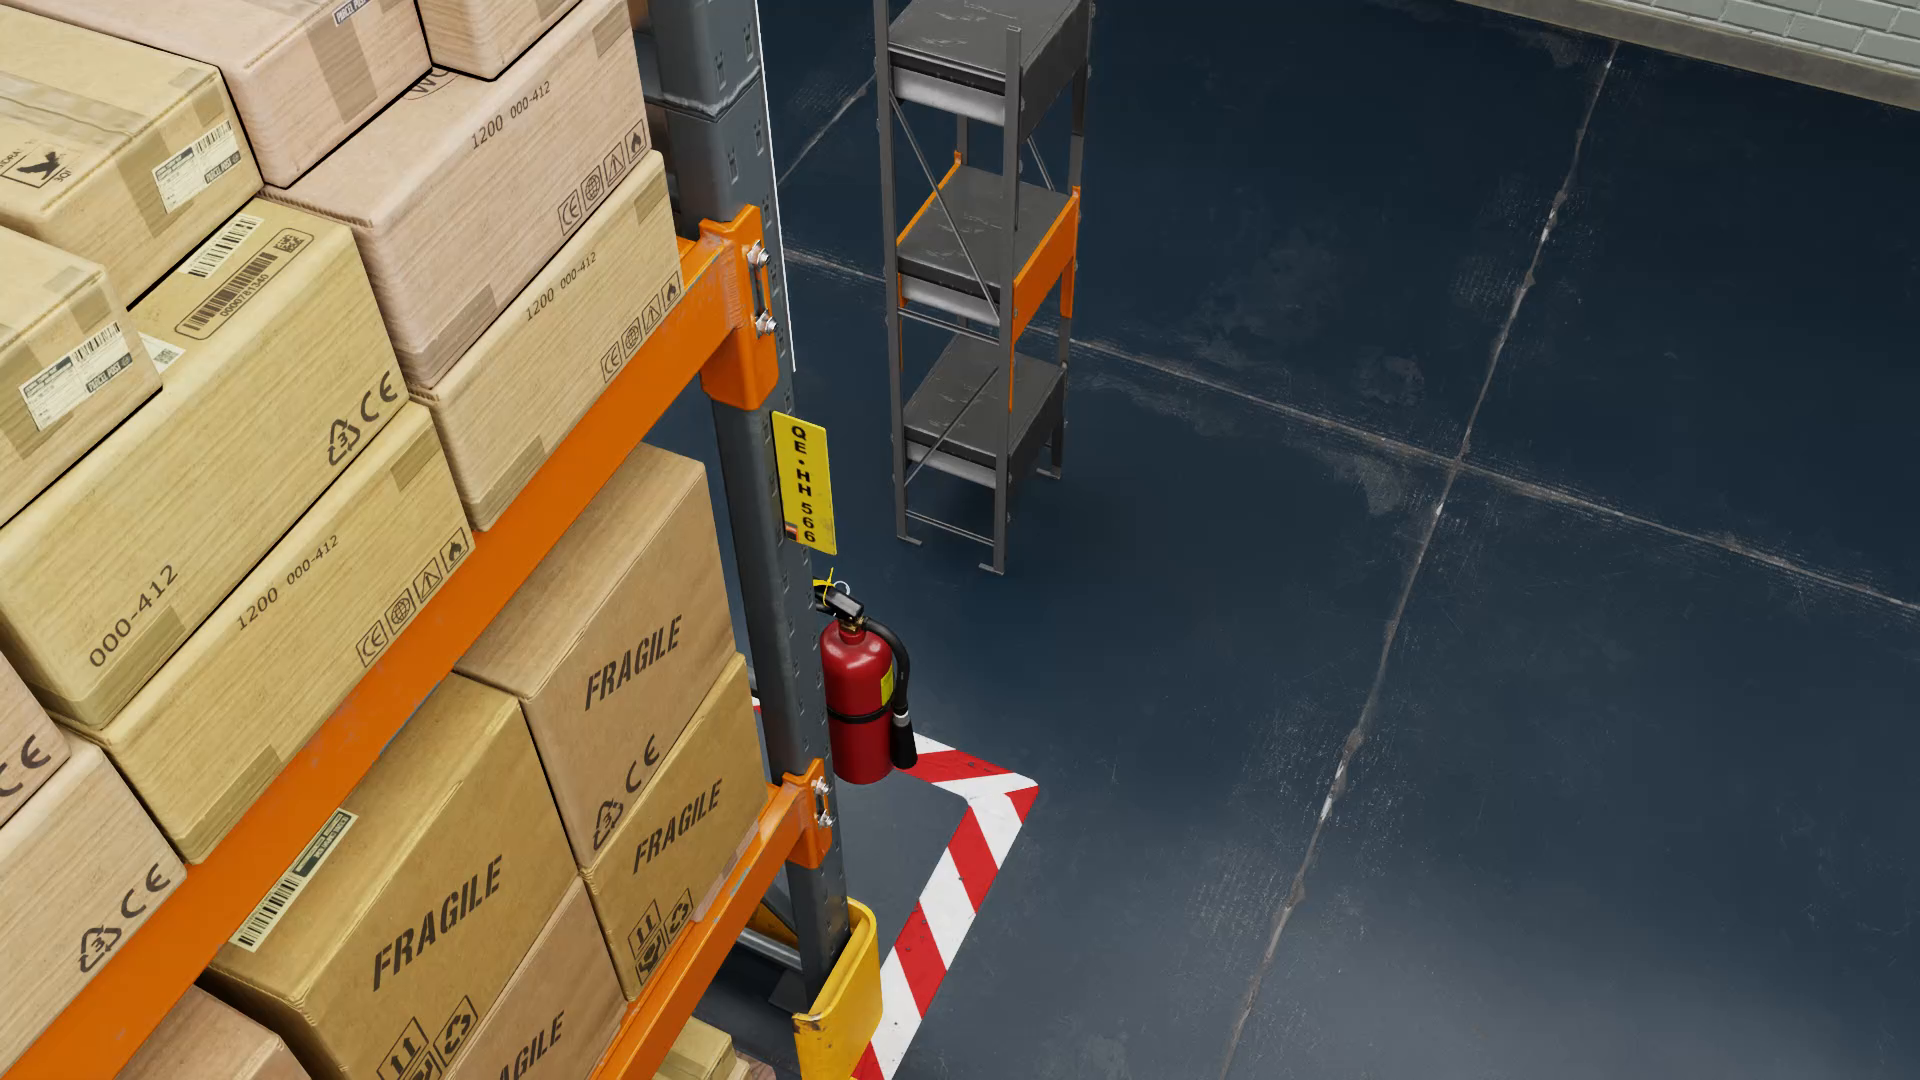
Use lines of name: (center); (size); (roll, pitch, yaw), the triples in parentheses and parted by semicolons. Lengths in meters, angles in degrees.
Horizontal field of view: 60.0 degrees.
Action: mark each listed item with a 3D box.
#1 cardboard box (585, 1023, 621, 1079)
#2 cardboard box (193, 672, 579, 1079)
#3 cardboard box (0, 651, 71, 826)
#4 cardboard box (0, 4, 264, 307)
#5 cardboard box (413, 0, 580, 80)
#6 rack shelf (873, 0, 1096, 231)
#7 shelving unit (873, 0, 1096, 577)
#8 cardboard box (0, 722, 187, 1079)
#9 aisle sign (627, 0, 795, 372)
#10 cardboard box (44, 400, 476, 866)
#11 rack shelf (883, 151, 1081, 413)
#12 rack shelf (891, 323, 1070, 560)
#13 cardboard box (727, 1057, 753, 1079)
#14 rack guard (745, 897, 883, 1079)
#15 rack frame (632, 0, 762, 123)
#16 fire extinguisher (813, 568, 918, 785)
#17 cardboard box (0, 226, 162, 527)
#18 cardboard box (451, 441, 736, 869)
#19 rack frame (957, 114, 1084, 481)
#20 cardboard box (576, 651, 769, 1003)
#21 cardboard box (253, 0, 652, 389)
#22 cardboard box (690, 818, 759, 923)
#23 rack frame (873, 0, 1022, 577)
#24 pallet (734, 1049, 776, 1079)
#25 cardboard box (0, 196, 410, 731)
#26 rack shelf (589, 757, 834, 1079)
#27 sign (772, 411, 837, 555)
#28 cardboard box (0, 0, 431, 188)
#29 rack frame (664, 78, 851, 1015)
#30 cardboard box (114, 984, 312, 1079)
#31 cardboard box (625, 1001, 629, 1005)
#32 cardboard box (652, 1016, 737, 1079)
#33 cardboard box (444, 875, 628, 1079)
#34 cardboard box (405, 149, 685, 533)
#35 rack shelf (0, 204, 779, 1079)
cardboard box: (-0.880, 0.924, 3.159); (0.380, 0.149, 0.250); (19, 52, 16)
cardboard box: (-0.949, 0.481, 2.453); (0.500, 0.500, 0.500); (18, 52, 15)
cardboard box: (-1.168, 0.208, 1.404); (0.500, 0.250, 0.500); (21, 53, 17)
cardboard box: (-0.941, -0.386, 1.648); (0.380, 0.149, 0.250); (18, 52, 15)
cardboard box: (-0.639, -0.701, 1.916); (0.380, 0.149, 0.250); (19, 52, 16)
rack shelf: (0.071, -1.239, 4.525); (0.431, 0.518, 0.480); (20, 52, 16)
shelving unit: (0.071, -0.794, 5.047); (0.431, 2.100, 0.503); (20, 52, 16)
cardboard box: (-1.153, 0.356, 1.607); (0.500, 0.250, 0.500); (22, 53, 18)
aisle sign: (-0.460, -0.606, 2.589); (0.394, 0.787, 0.004); (20, 52, 16)
cardboard box: (-0.929, 0.019, 1.893); (0.500, 0.250, 0.500); (20, 52, 16)
rack shelf: (0.071, -0.786, 5.058); (0.431, 0.518, 0.480); (20, 52, 16)
rack shelf: (0.071, -0.332, 5.591); (0.431, 0.518, 0.480); (20, 52, 16)
cardboard box: (-0.730, 1.337, 4.044); (0.380, 0.149, 0.250); (19, 52, 15)
rack guard: (-0.795, 1.052, 4.527); (1.175, 0.500, 0.348); (20, 52, 16)
rack frame: (-0.762, -1.755, 1.335); (1.000, 3.000, 0.127); (20, 52, 16)
fire extinguisher: (-0.237, 0.312, 3.811); (0.296, 0.674, 0.183); (20, 52, 16)
cardboard box: (-0.956, -0.169, 1.463); (0.380, 0.149, 0.250); (21, 53, 17)
cardboard box: (-0.733, 0.132, 2.750); (0.500, 0.500, 0.500); (19, 52, 15)
rack frame: (0.175, -0.962, 5.190); (0.400, 2.100, 0.015); (20, 52, 16)
cardboard box: (-0.722, 0.454, 3.134); (0.500, 0.500, 0.500); (21, 53, 17)
cardboard box: (-0.729, -0.496, 2.003); (0.500, 0.250, 0.500); (18, 52, 15)
cardboard box: (-0.646, 0.587, 3.446); (0.380, 0.149, 0.250); (20, 52, 16)
rack frame: (-0.034, -0.626, 4.904); (0.400, 2.100, 0.015); (20, 52, 16)
pallet: (-1.174, 1.693, 4.171); (1.003, 0.211, 1.213); (20, 52, 16)
cardboard box: (-0.946, -0.144, 1.703); (0.500, 0.250, 0.500); (19, 52, 15)
rack shelf: (-1.617, 1.800, 2.722); (1.077, 0.370, 4.000); (20, 52, 16)
sign: (-0.269, -0.094, 2.893); (0.100, 0.325, 0.005); (20, 52, 16)
cardboard box: (-0.813, -0.556, 1.793); (0.380, 0.149, 0.250); (20, 53, 17)
rack frame: (-0.762, 0.189, 3.619); (1.000, 3.000, 0.127); (20, 52, 16)
cardboard box: (-1.163, 0.842, 2.146); (0.500, 0.500, 0.500); (22, 53, 18)
cardboard box: (-0.786, 0.746, 3.311); (0.380, 0.149, 0.250); (20, 52, 16)
cardboard box: (-0.759, 1.231, 3.938); (0.380, 0.149, 0.250); (20, 53, 16)
cardboard box: (-0.946, 0.807, 2.833); (0.500, 0.500, 0.500); (19, 52, 16)
cardboard box: (-0.717, -0.335, 2.194); (0.500, 0.250, 0.500); (19, 52, 15)
rack shelf: (-1.617, 0.827, 1.579); (1.077, 0.370, 4.000); (20, 52, 16)
